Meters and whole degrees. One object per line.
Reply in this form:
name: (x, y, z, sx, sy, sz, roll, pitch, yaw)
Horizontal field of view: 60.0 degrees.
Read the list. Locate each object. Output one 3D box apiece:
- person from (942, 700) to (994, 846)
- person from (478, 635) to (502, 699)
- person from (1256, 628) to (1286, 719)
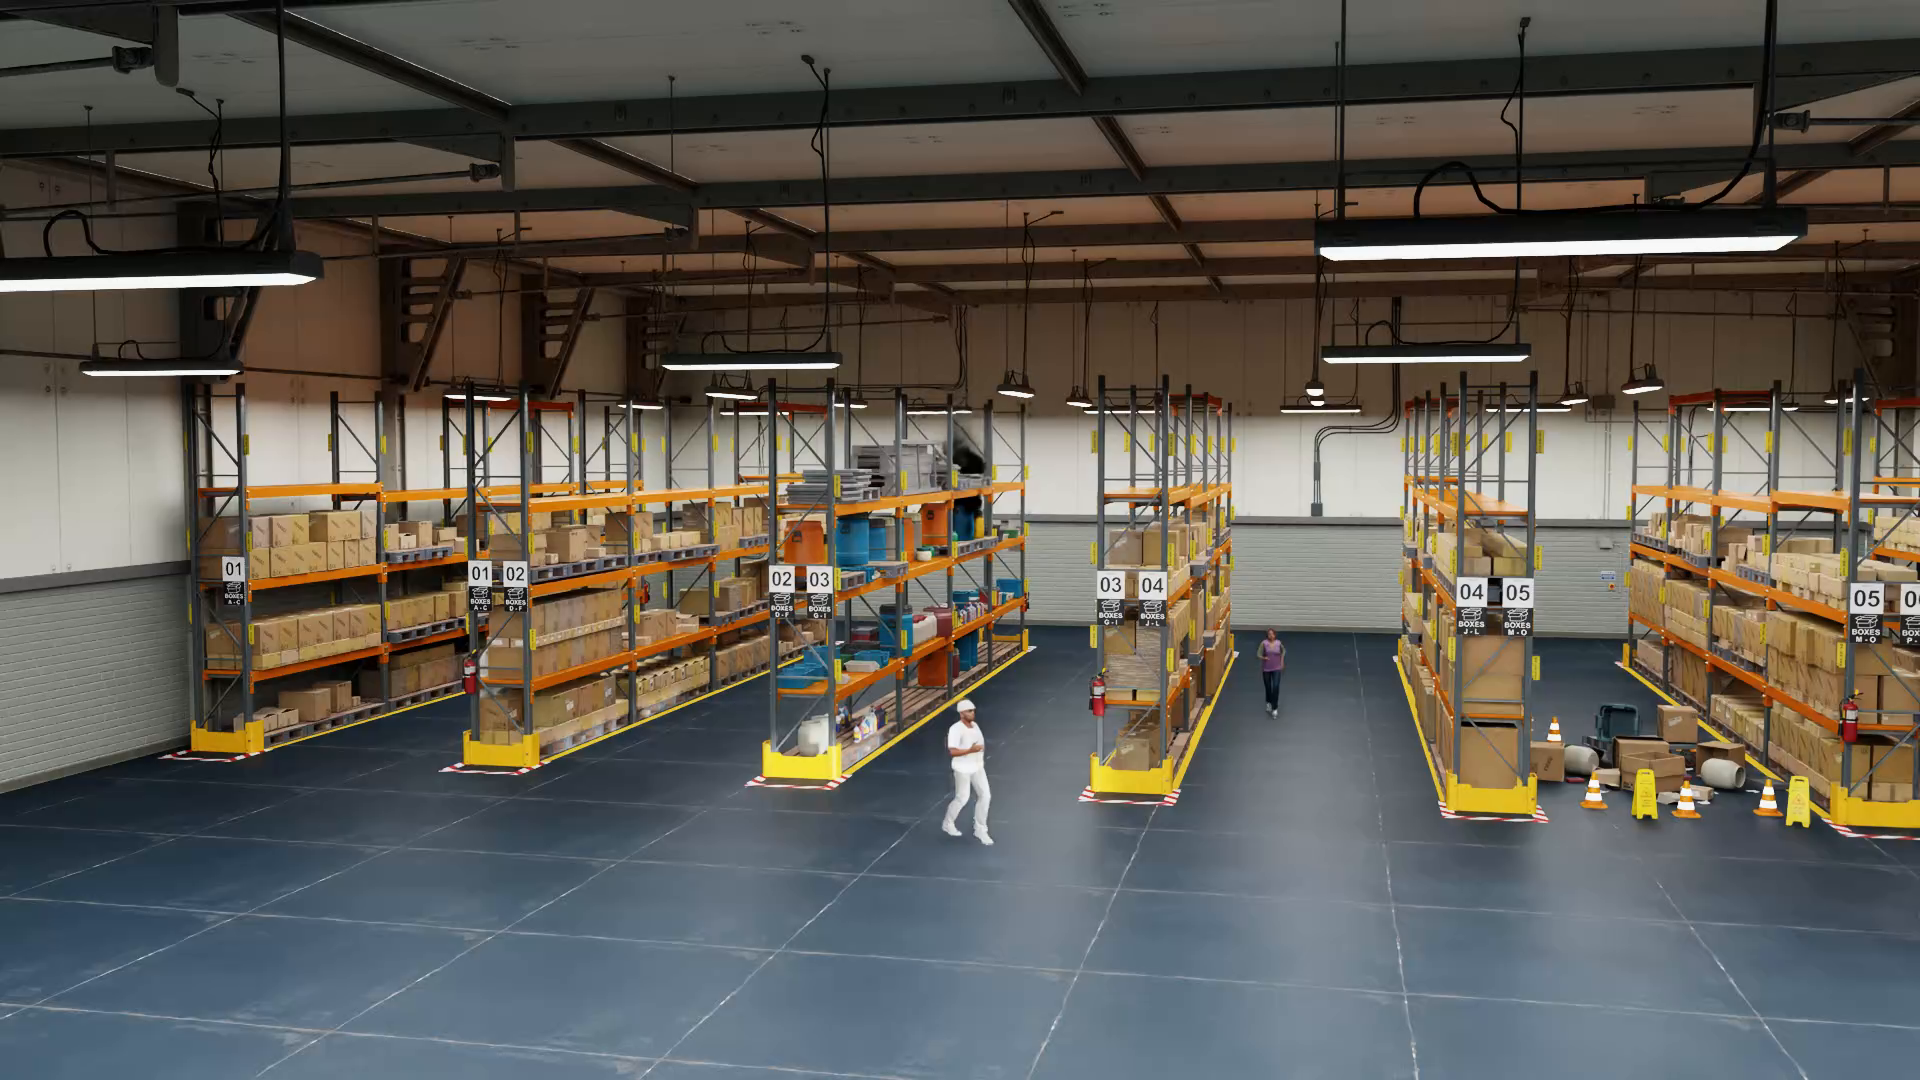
person: (0.094, 2.872, 20.912, 0.733, 1.737, 0.677, 3, 4, 42)
person: (-8.106, 2.492, 28.715, 0.684, 1.732, 0.594, 0, 3, 0)
person: (5.739, 2.428, 30.715, 0.534, 1.619, 0.812, 1, 3, 11)
